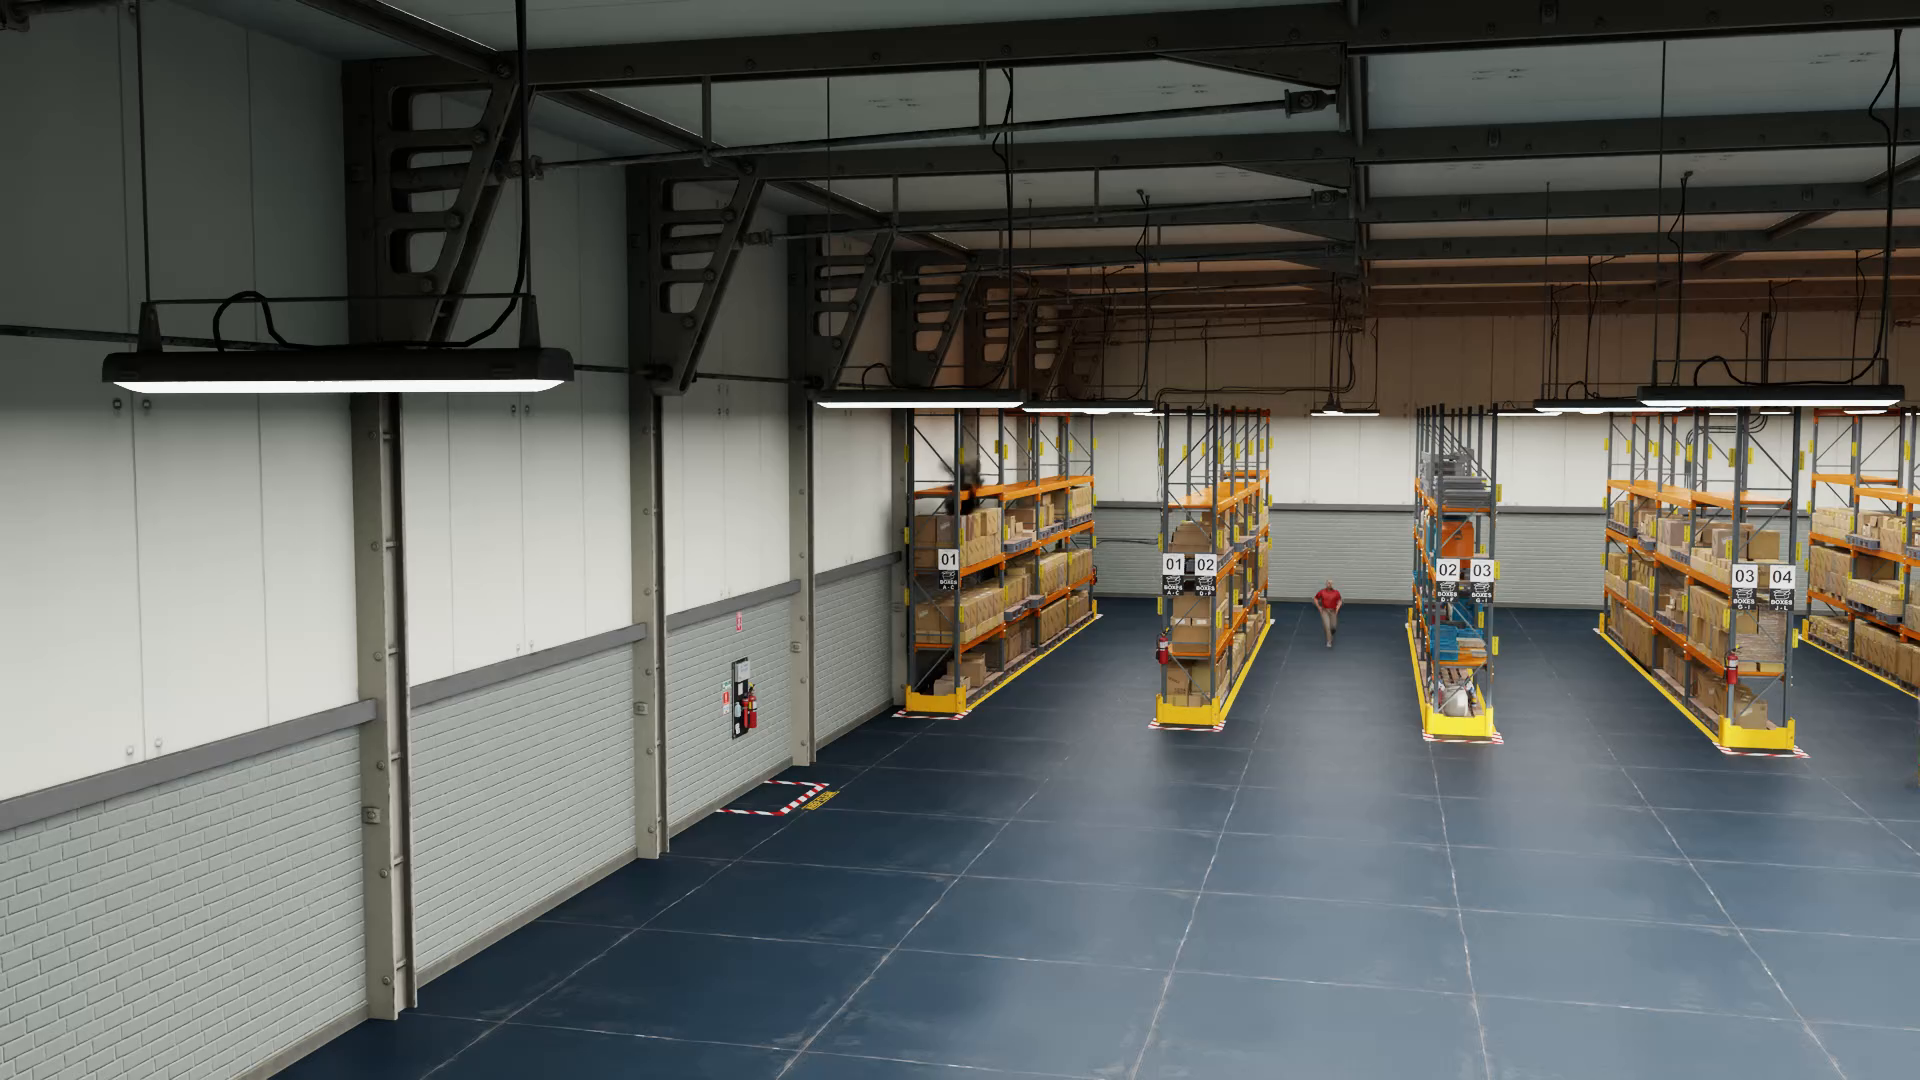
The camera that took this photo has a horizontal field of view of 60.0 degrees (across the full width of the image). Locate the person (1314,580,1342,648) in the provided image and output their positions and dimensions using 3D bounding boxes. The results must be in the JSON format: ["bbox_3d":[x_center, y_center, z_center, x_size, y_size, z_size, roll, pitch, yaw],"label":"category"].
[{"bbox_3d":[9.259,1.842,41.825,0.694,1.681,0.700,0,4,3],"label":"person"}]
